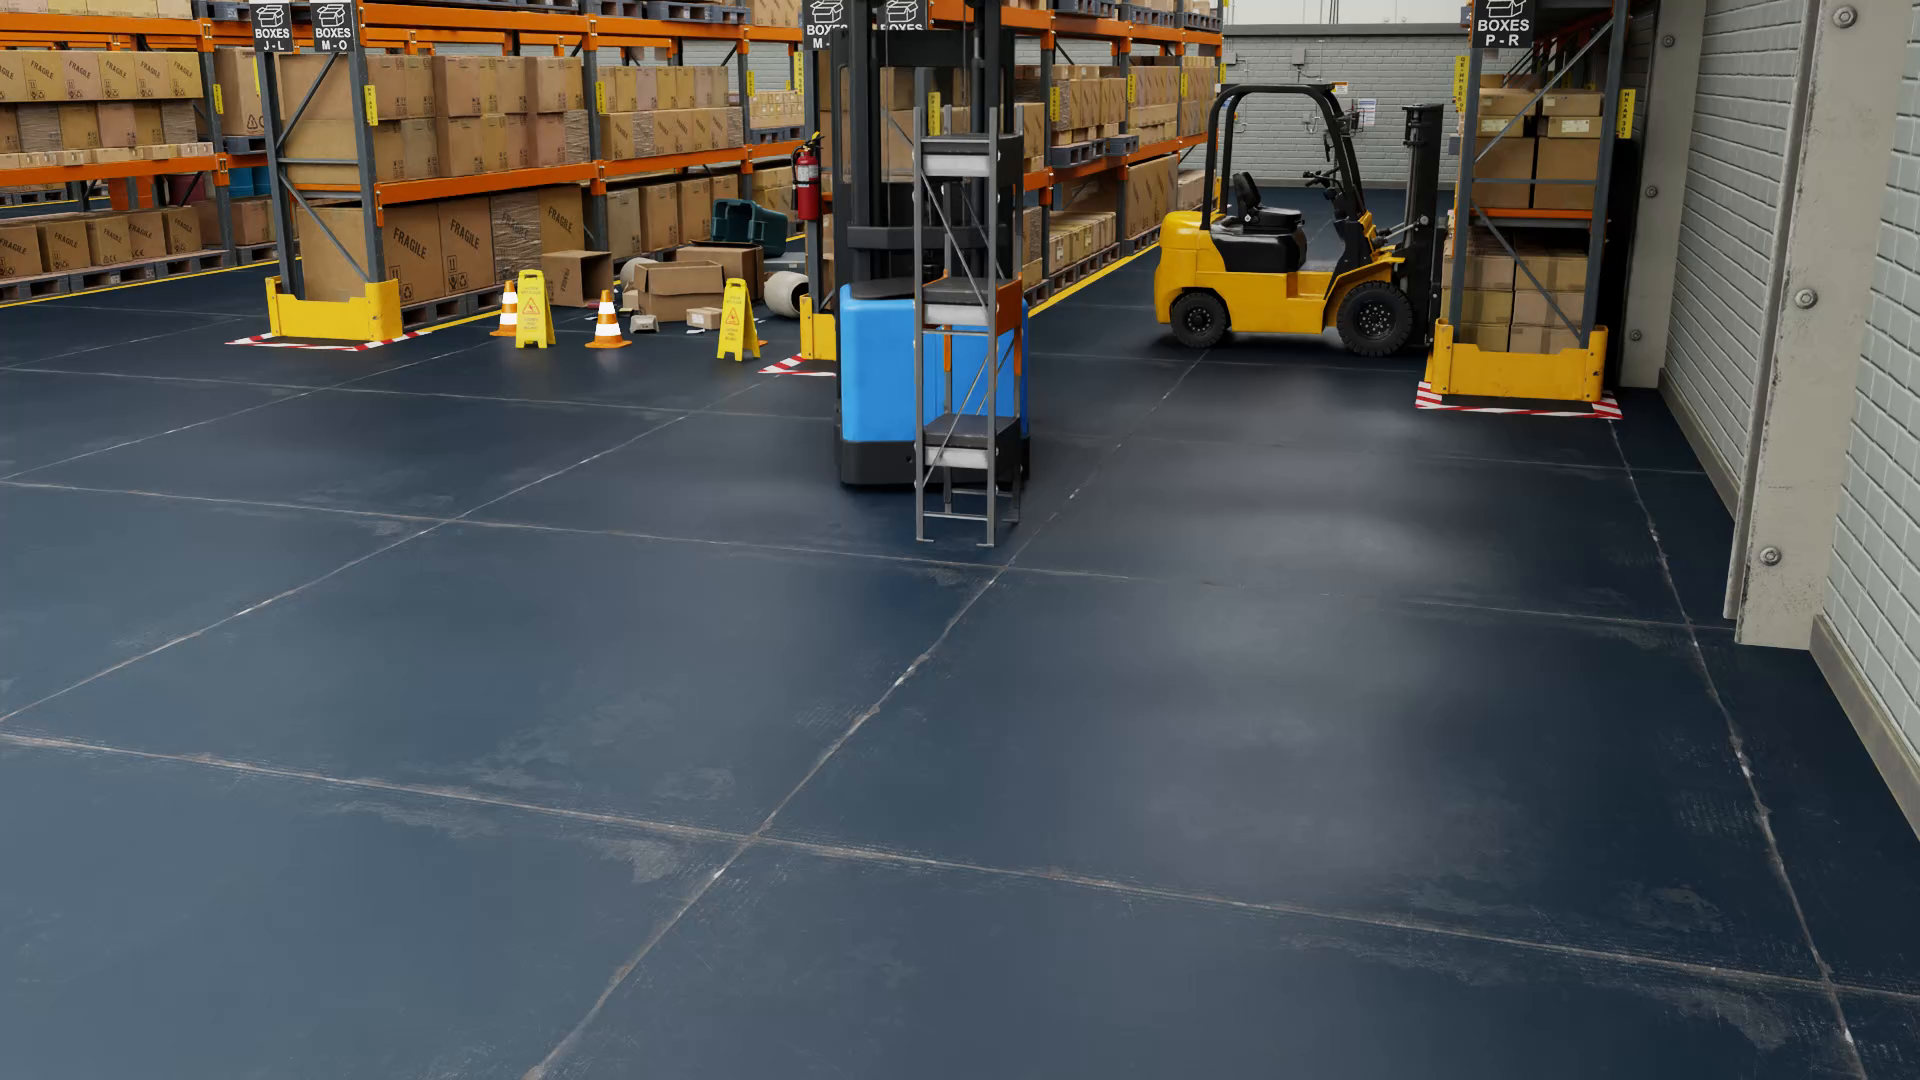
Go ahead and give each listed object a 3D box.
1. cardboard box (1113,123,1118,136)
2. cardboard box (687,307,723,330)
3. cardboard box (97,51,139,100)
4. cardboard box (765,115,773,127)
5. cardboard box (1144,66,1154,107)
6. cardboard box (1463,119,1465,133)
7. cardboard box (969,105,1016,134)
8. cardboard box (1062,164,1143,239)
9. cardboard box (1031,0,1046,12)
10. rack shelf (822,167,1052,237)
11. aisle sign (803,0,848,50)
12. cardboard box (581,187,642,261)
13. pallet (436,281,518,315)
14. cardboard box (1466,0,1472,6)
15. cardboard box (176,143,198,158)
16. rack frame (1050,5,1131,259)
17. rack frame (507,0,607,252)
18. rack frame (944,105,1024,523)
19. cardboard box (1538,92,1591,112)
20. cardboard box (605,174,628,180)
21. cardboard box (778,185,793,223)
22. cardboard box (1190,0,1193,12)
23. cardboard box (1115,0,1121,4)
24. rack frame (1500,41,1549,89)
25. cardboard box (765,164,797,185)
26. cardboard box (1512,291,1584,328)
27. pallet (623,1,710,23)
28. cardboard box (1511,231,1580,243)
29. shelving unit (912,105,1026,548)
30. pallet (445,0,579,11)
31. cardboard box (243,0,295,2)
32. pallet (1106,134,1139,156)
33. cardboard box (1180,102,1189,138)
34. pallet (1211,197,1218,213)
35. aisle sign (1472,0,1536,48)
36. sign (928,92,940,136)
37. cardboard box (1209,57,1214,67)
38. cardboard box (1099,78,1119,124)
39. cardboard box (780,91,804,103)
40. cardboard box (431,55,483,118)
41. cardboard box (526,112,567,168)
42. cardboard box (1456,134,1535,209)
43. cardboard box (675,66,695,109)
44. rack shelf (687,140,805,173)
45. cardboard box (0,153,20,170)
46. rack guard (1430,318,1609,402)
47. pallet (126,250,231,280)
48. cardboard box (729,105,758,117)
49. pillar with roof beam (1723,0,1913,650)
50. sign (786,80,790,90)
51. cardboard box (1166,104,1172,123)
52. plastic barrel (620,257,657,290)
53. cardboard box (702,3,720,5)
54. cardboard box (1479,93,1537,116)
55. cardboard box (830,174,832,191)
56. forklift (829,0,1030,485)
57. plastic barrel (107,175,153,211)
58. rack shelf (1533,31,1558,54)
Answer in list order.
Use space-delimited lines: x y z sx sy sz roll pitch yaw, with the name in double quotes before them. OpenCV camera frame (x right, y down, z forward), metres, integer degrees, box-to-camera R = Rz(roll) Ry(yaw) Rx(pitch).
"cardboard box" 1.646 -4.824 19.531 0.380 0.149 0.250 4 16 15
"cardboard box" -2.288 -2.027 15.203 0.250 0.149 0.380 -15 21 -41
"cardboard box" -9.237 -4.986 17.849 0.500 0.500 0.500 5 16 16
"cardboard box" -2.752 -5.673 22.524 0.380 0.149 0.250 5 17 19
"cardboard box" 2.218 -5.896 21.604 0.500 0.500 0.500 5 17 17
"cardboard box" 3.910 -3.057 12.238 0.380 0.149 0.250 5 17 17
"cardboard box" 0.242 -3.730 15.255 0.500 0.500 0.500 5 17 17
"cardboard box" 1.825 -4.346 21.280 0.875 0.875 0.875 4 16 15
"cardboard box" 0.616 -5.162 15.993 0.380 0.149 0.250 5 17 16
"rack shelf" -0.156 -3.076 14.997 1.077 0.370 4.000 5 16 16
"aisle sign" -1.020 -4.156 12.721 0.394 0.787 0.004 5 16 16
"cardboard box" -4.272 -3.592 18.850 1.050 0.750 0.750 5 16 16
"pallet" -4.998 -2.448 16.575 1.003 0.211 1.213 5 16 16
"cardboard box" 6.873 -7.115 21.927 0.380 0.149 0.250 5 17 16
"cardboard box" -8.948 -4.450 18.980 0.380 0.149 0.250 5 16 16
"rack frame" 1.549 -4.992 20.433 1.000 3.000 0.127 5 16 16
"rack frame" -4.362 -4.303 18.003 1.000 3.000 0.127 5 16 16
"rack frame" 0.116 -1.117 8.421 0.400 2.100 0.015 5 16 16
"cardboard box" 4.640 -3.360 12.762 0.380 0.149 0.250 5 17 18
"cardboard box" -6.295 -6.389 28.481 0.875 0.875 0.875 5 16 16
"cardboard box" -2.640 -4.646 23.024 0.500 0.500 0.500 5 17 17
"cardboard box" 3.350 -8.348 25.977 0.500 0.311 0.500 5 17 17
"cardboard box" 1.649 -6.959 20.918 0.700 0.500 0.500 4 16 13
"rack frame" 7.446 -5.655 22.769 1.000 3.000 0.127 5 16 16
"cardboard box" -2.500 -5.133 23.365 0.500 0.250 0.500 5 17 16
"cardboard box" 4.369 -1.742 12.327 0.500 0.250 0.500 5 17 17
"pallet" -3.672 -6.236 19.669 1.003 0.211 1.213 5 17 18
"cardboard box" 4.797 -2.381 13.664 0.500 0.250 0.500 4 16 15
"shelving unit" 0.047 -1.053 8.196 0.431 2.100 0.503 5 16 16
"pallet" -4.604 -5.490 16.854 1.003 0.211 1.213 5 16 16
"cardboard box" -8.593 -6.771 20.248 0.797 0.503 0.637 5 17 18
"pallet" 1.449 -4.705 19.773 1.213 0.211 1.003 5 16 16
"cardboard box" 3.071 -6.189 24.470 0.500 0.500 0.500 5 17 18
"pallet" 3.671 -5.528 27.433 1.003 0.211 1.213 5 16 16
"aisle sign" 3.736 -3.771 11.365 0.394 0.787 0.004 5 16 16
"sign" -0.204 -3.274 12.787 0.100 0.325 0.005 5 16 16
"cardboard box" 3.871 -7.675 26.686 0.380 0.149 0.250 4 16 15
"cardboard box" 1.550 -5.109 19.346 0.500 0.500 0.500 4 16 15
"cardboard box" -2.387 -6.302 23.653 0.380 0.149 0.250 4 16 13
"cardboard box" -4.999 -4.229 15.490 0.875 0.550 0.550 5 16 16
"cardboard box" -4.590 -4.132 17.126 0.875 0.550 0.550 5 16 16
"cardboard box" 3.924 -2.712 12.212 0.500 0.500 0.500 4 16 15
"cardboard box" -3.648 -5.495 20.191 0.700 0.500 0.500 4 16 15
"rack shelf" -2.657 -5.527 23.636 1.077 0.370 4.000 5 16 16
"cardboard box" -9.690 -3.798 16.683 0.380 0.149 0.250 5 16 16
"rack guard" 4.029 -1.306 12.019 1.175 0.500 0.348 5 16 16
"pallet" -9.246 -3.194 19.204 1.003 0.211 1.213 5 16 16
"cardboard box" -2.895 -5.685 22.020 0.380 0.149 0.250 5 17 18
"pillar with roof beam" -0.735 -4.278 6.920 9.100 9.000 0.400 5 16 16
"sign" -2.611 -6.853 25.406 0.100 0.325 0.005 5 16 16
"cardboard box" 2.659 -5.941 23.138 0.500 0.250 0.500 5 17 17
"plastic barrel" -3.214 -2.648 16.889 0.421 0.421 0.512 -10 19 -32
"cardboard box" -3.307 -7.010 21.866 0.500 0.500 0.500 5 16 16
"cardboard box" 3.936 -3.129 11.945 0.380 0.149 0.250 5 16 16
"cardboard box" -0.857 -2.968 13.755 0.380 0.149 0.250 4 16 15
"forklift" -0.241 -2.065 10.240 1.130 2.935 3.031 -1 16 -4
"plastic barrel" -12.578 -5.432 25.191 0.600 0.830 0.708 5 16 16
"rack shelf" 6.878 -6.228 20.613 1.077 0.370 4.000 5 16 16
